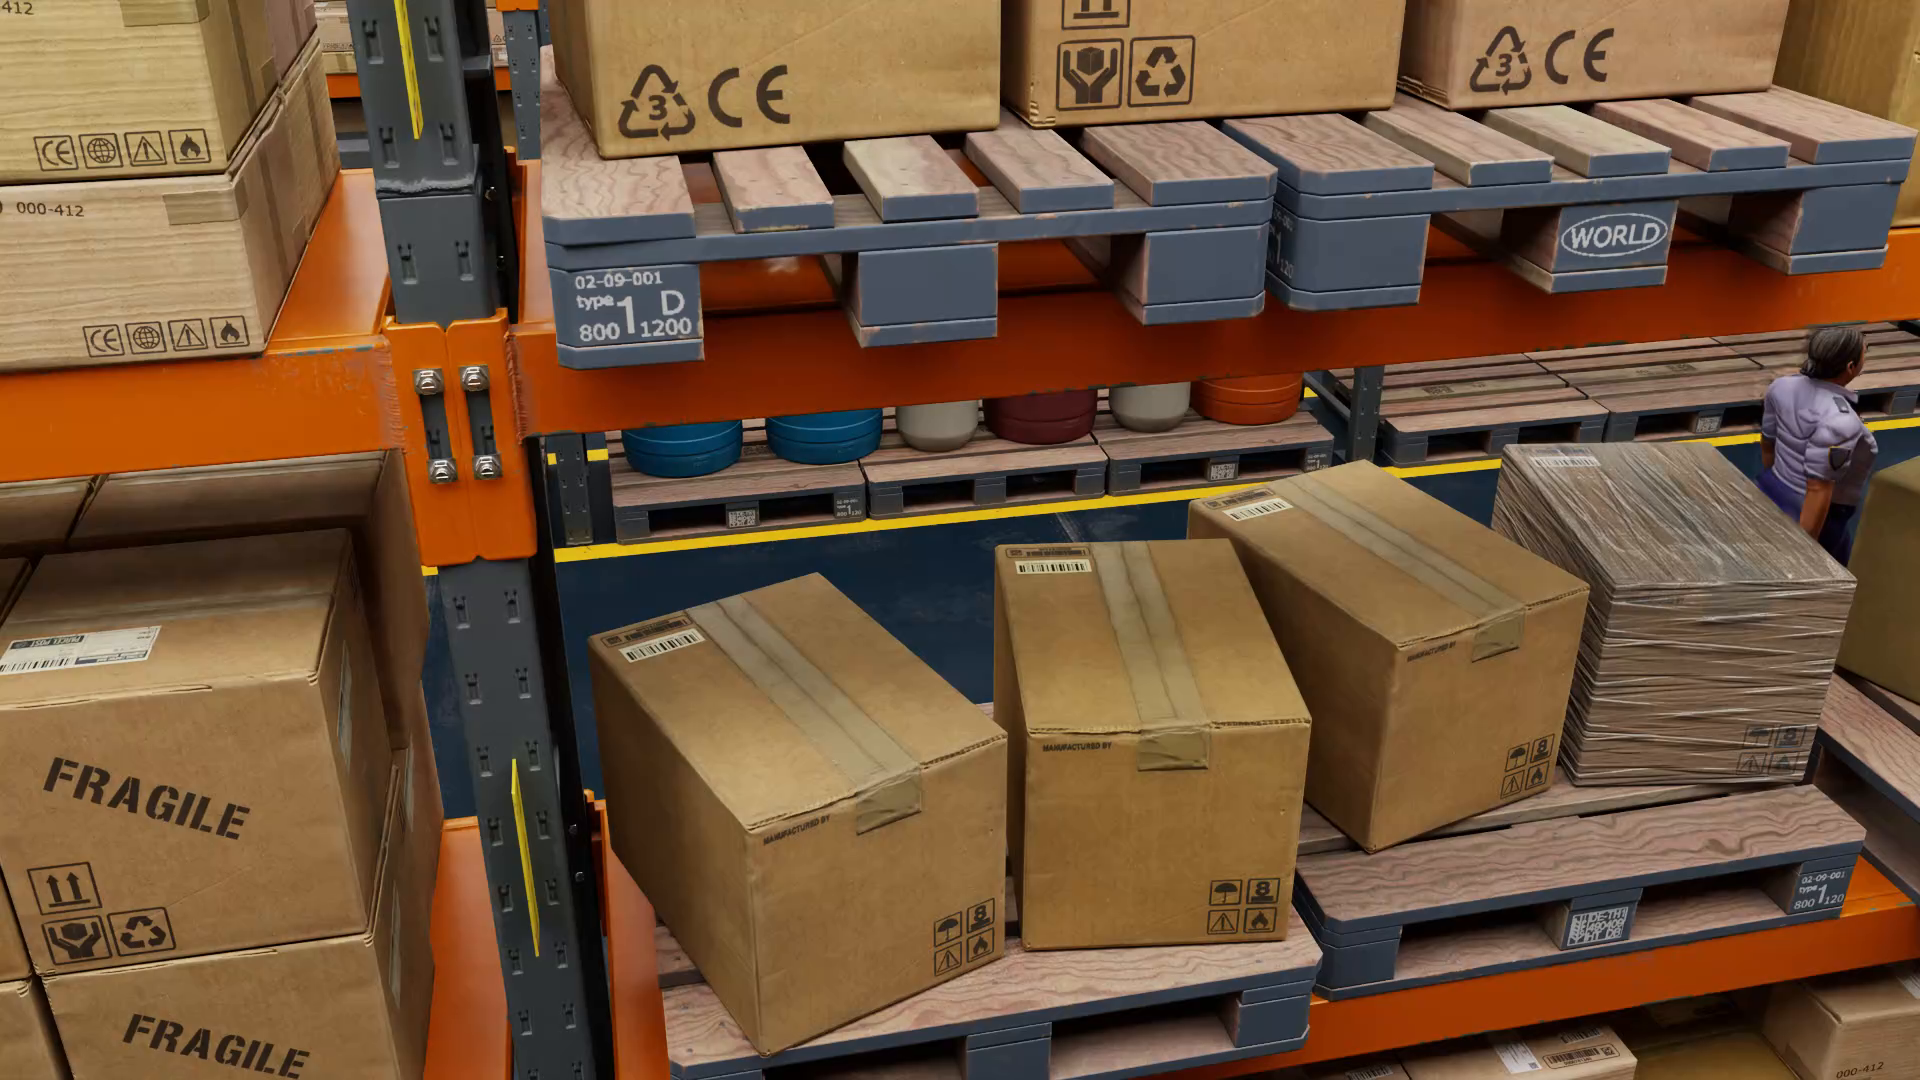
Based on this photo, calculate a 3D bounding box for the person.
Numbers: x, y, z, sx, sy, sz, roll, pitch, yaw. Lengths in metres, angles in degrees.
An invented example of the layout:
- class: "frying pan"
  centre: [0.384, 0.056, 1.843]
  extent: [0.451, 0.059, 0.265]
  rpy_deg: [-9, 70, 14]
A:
- class: "person"
  centre: [3.174, -0.045, 6.217]
  extent: [0.833, 1.646, 0.522]
  rpy_deg: [-5, 27, -11]
